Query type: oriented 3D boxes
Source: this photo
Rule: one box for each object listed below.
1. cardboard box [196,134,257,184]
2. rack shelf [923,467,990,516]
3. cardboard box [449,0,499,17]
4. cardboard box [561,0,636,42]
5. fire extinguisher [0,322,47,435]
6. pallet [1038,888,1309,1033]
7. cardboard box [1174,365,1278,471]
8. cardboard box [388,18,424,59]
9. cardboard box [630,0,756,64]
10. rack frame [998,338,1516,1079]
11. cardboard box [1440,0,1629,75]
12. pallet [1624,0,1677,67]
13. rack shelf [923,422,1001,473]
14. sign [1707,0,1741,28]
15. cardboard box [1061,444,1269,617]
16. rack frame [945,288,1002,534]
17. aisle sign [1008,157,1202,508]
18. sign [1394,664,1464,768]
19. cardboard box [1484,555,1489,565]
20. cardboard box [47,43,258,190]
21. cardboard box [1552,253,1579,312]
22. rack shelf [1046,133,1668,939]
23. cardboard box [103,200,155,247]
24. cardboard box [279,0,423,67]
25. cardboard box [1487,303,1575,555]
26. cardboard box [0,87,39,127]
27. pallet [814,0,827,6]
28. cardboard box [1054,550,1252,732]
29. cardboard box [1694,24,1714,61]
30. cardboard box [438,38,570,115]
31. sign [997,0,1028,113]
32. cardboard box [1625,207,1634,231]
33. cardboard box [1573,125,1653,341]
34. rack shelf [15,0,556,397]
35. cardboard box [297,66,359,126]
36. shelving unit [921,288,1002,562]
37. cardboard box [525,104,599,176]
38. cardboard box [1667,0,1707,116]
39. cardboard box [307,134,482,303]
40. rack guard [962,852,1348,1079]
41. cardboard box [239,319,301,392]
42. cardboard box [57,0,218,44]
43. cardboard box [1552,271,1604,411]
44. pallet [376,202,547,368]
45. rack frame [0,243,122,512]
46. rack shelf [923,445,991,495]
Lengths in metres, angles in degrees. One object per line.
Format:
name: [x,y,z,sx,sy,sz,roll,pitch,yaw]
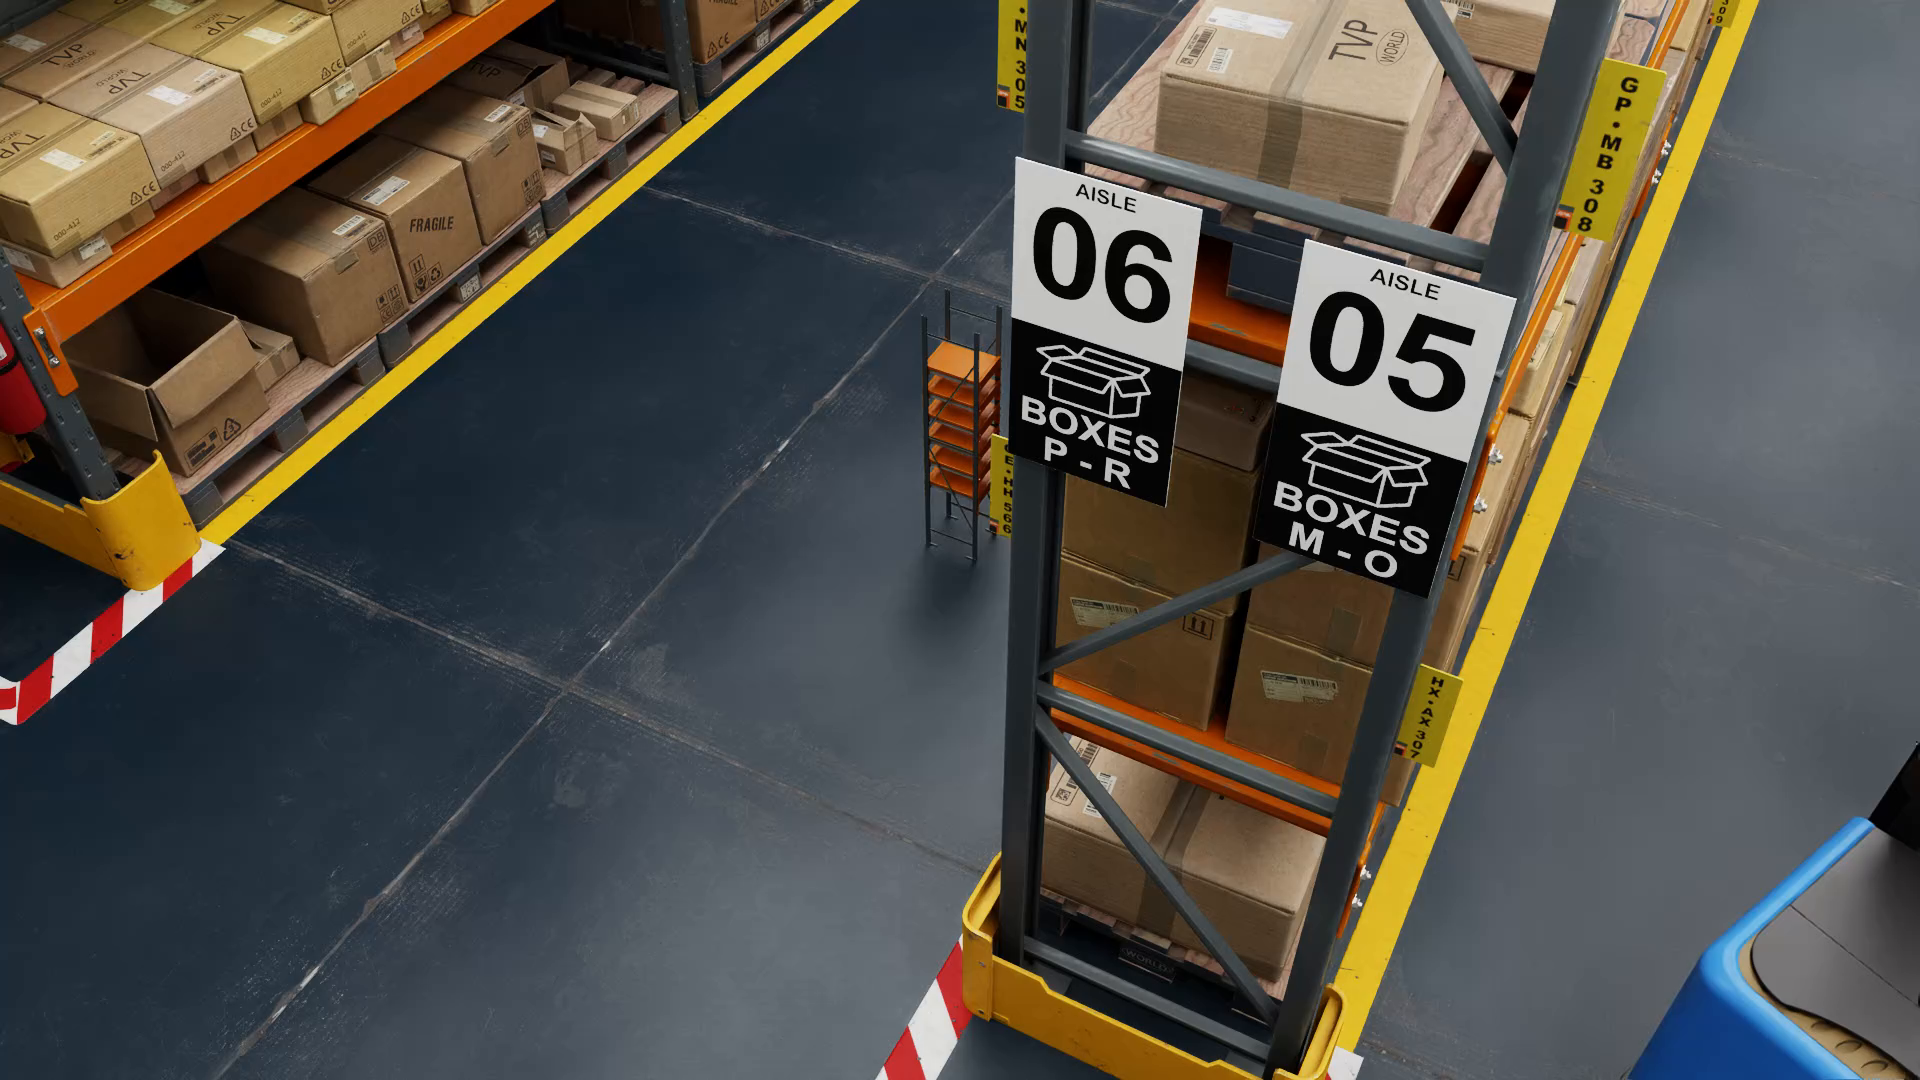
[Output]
cardboard box: [-3.069,-1.600,6.679,0.380,0.149,0.250,22,49,20]
rack shelf: [0.007,-0.231,6.814,0.258,0.103,0.180,20,49,19]
cardboard box: [-2.312,-2.559,7.626,0.380,0.149,0.250,20,49,18]
cardboard box: [-1.982,-3.276,9.621,0.500,0.500,0.500,20,49,19]
fire extinguisher: [-3.463,-0.677,5.907,0.296,0.674,0.183,20,49,19]
pallet: [0.896,1.007,5.887,1.003,0.211,1.213,20,49,19]
cardboard box: [0.583,-0.351,4.038,0.380,0.149,0.250,21,49,20]
cardboard box: [-2.604,-2.262,7.333,0.380,0.149,0.250,20,49,19]
cardboard box: [-1.524,-3.100,9.447,0.500,0.500,0.500,22,49,21]
rack frame: [0.594,0.556,4.372,1.000,3.000,0.127,20,49,19]
cardboard box: [1.302,-1.203,3.812,0.380,0.149,0.250,22,49,20]
pallet: [1.494,-1.710,4.564,1.003,0.211,1.213,20,49,19]
rack shelf: [0.007,-0.400,6.644,0.258,0.103,0.180,20,49,19]
sign: [2.943,-2.114,6.346,0.100,0.325,0.005,20,49,19]
cardboard box: [0.607,-0.213,4.358,0.500,0.500,0.500,22,49,20]
rack frame: [0.049,-0.489,6.669,0.240,1.200,0.006,20,49,19]
aisle sign: [0.286,-0.415,3.503,0.394,0.787,0.004,20,49,19]
sign: [1.082,0.411,3.851,0.100,0.325,0.005,20,49,19]
cardboard box: [1.281,-0.015,4.865,0.500,0.500,0.500,20,49,19]
cardboard box: [-3.121,-1.647,6.445,0.500,0.250,0.500,21,49,19]
cardboard box: [1.391,-0.677,4.361,0.380,0.149,0.250,19,48,18]
rack shelf: [1.522,-0.451,5.873,1.077,0.370,4.000,20,49,19]
cardboard box: [-3.332,-1.284,6.367,0.380,0.149,0.250,22,49,20]
cardboard box: [-2.670,-2.297,7.087,0.500,0.250,0.500,19,48,18]
cardboard box: [1.302,-0.367,4.510,0.500,0.500,0.500,19,48,18]
cardboard box: [-3.826,-1.510,6.310,0.500,0.250,0.500,22,49,20]
pallet: [-1.038,-3.917,10.752,1.003,0.211,1.213,20,49,19]
cardboard box: [0.583,0.129,4.723,0.500,0.500,0.500,21,49,19]
cardboard box: [2.905,-2.271,6.919,0.500,0.250,0.500,19,48,18]
cardboard box: [-2.464,-2.465,8.952,0.500,0.311,0.500,22,49,20]
sign: [0.120,-0.970,3.204,0.100,0.325,0.005,20,49,19]
cardboard box: [2.228,-1.297,6.132,0.500,0.500,0.500,19,48,18]
cardboard box: [1.765,-1.008,5.144,0.500,0.500,0.500,21,49,19]
rack shelf: [-2.876,-2.088,7.490,1.077,0.370,4.000,20,49,19]
cardboard box: [-2.767,-1.904,6.979,0.380,0.149,0.250,19,48,18]
shelving unit: [0.007,-0.431,6.612,0.258,1.200,0.189,20,49,19]
cardboard box: [-2.112,-2.114,8.637,0.396,0.266,0.258,22,49,20]
cardboard box: [2.233,-1.645,5.774,0.500,0.500,0.500,20,49,18]
cardboard box: [-2.671,-1.529,7.895,0.500,0.500,0.500,21,49,20]
rack guard: [0.583,1.450,5.246,1.175,0.500,0.348,20,49,19]
cardboard box: [-3.205,-0.835,7.455,0.380,0.149,0.250,19,48,18]
cardboard box: [-3.352,-2.145,6.937,0.500,0.250,0.500,22,49,20]
cardboard box: [1.751,-0.650,5.493,0.500,0.500,0.500,22,49,20]
pallet: [-2.833,-1.416,8.282,1.003,0.211,1.213,20,49,19]
rack frame: [-3.804,-1.081,5.989,1.000,3.000,0.127,20,49,19]
rack shelf: [0.007,-0.315,6.729,0.258,0.103,0.180,20,49,19]
